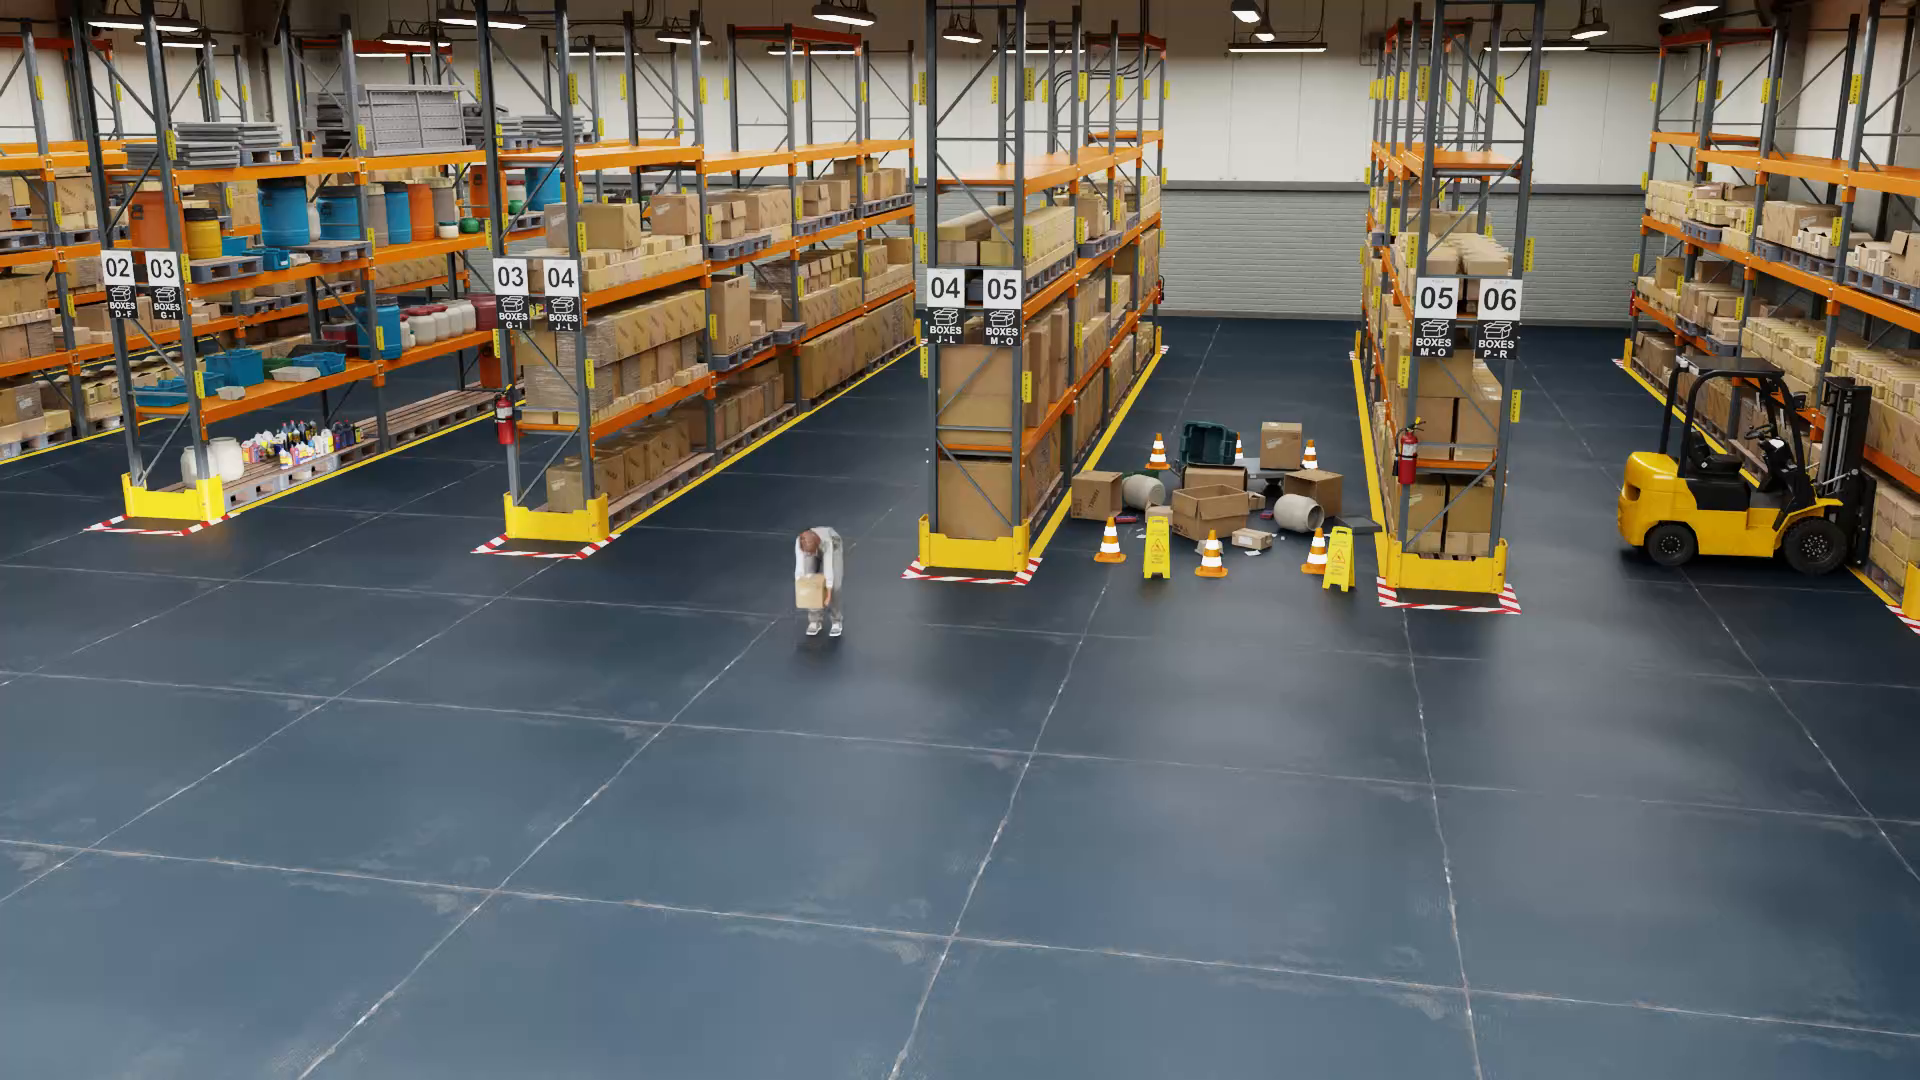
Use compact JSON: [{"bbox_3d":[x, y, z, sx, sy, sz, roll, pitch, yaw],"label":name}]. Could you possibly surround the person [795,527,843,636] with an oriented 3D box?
[{"bbox_3d":[-1.324,0.389,15.478,0.385,1.136,0.848,3,15,10],"label":"person"}]
